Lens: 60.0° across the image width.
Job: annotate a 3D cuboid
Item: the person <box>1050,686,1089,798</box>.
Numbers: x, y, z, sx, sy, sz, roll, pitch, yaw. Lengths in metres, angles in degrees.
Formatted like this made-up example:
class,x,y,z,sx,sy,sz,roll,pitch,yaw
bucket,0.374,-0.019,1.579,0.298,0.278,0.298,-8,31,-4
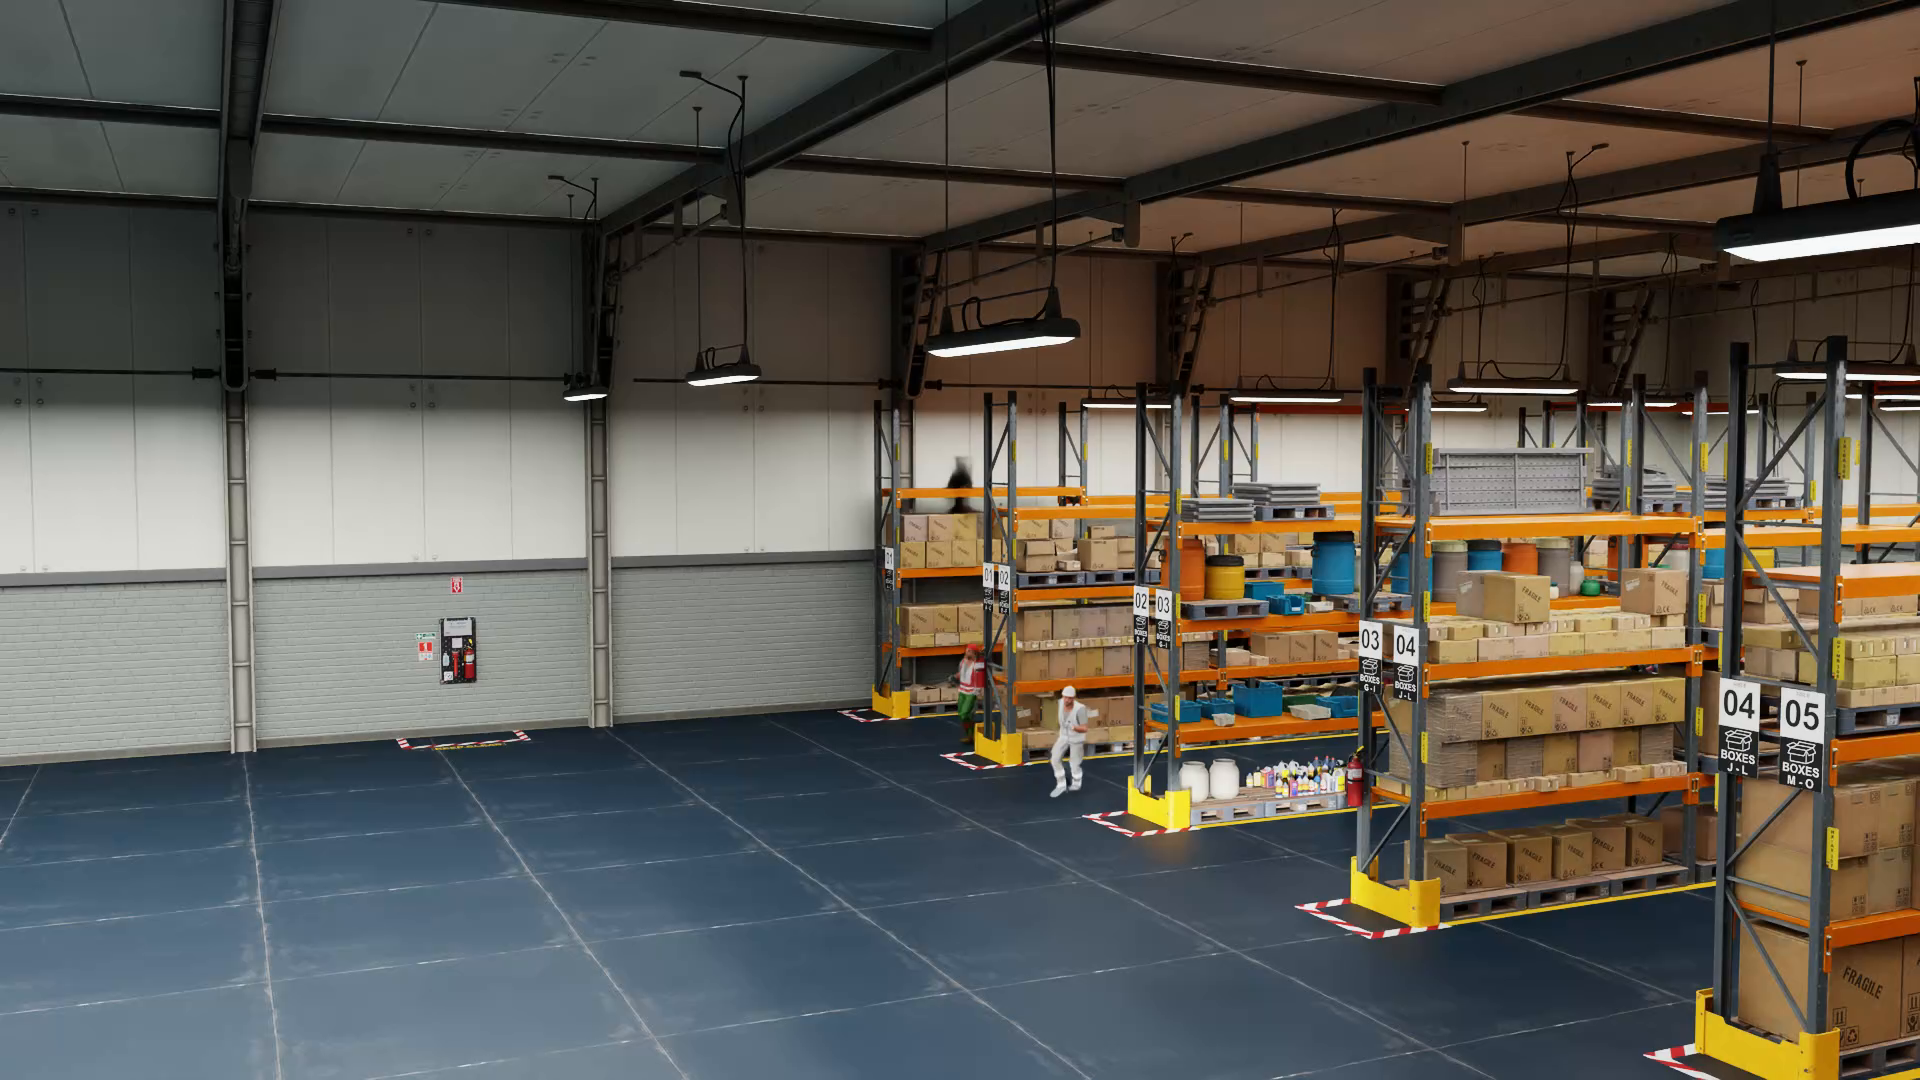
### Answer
class,x,y,z,sx,sy,sz,roll,pitch,yaw
person,1.618,2.909,24.144,0.663,1.655,1.020,2,4,28

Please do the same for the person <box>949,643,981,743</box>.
class,x,y,z,sx,sy,sz,roll,pitch,yaw
person,0.141,2.630,28.464,0.672,1.736,0.608,3,5,45
